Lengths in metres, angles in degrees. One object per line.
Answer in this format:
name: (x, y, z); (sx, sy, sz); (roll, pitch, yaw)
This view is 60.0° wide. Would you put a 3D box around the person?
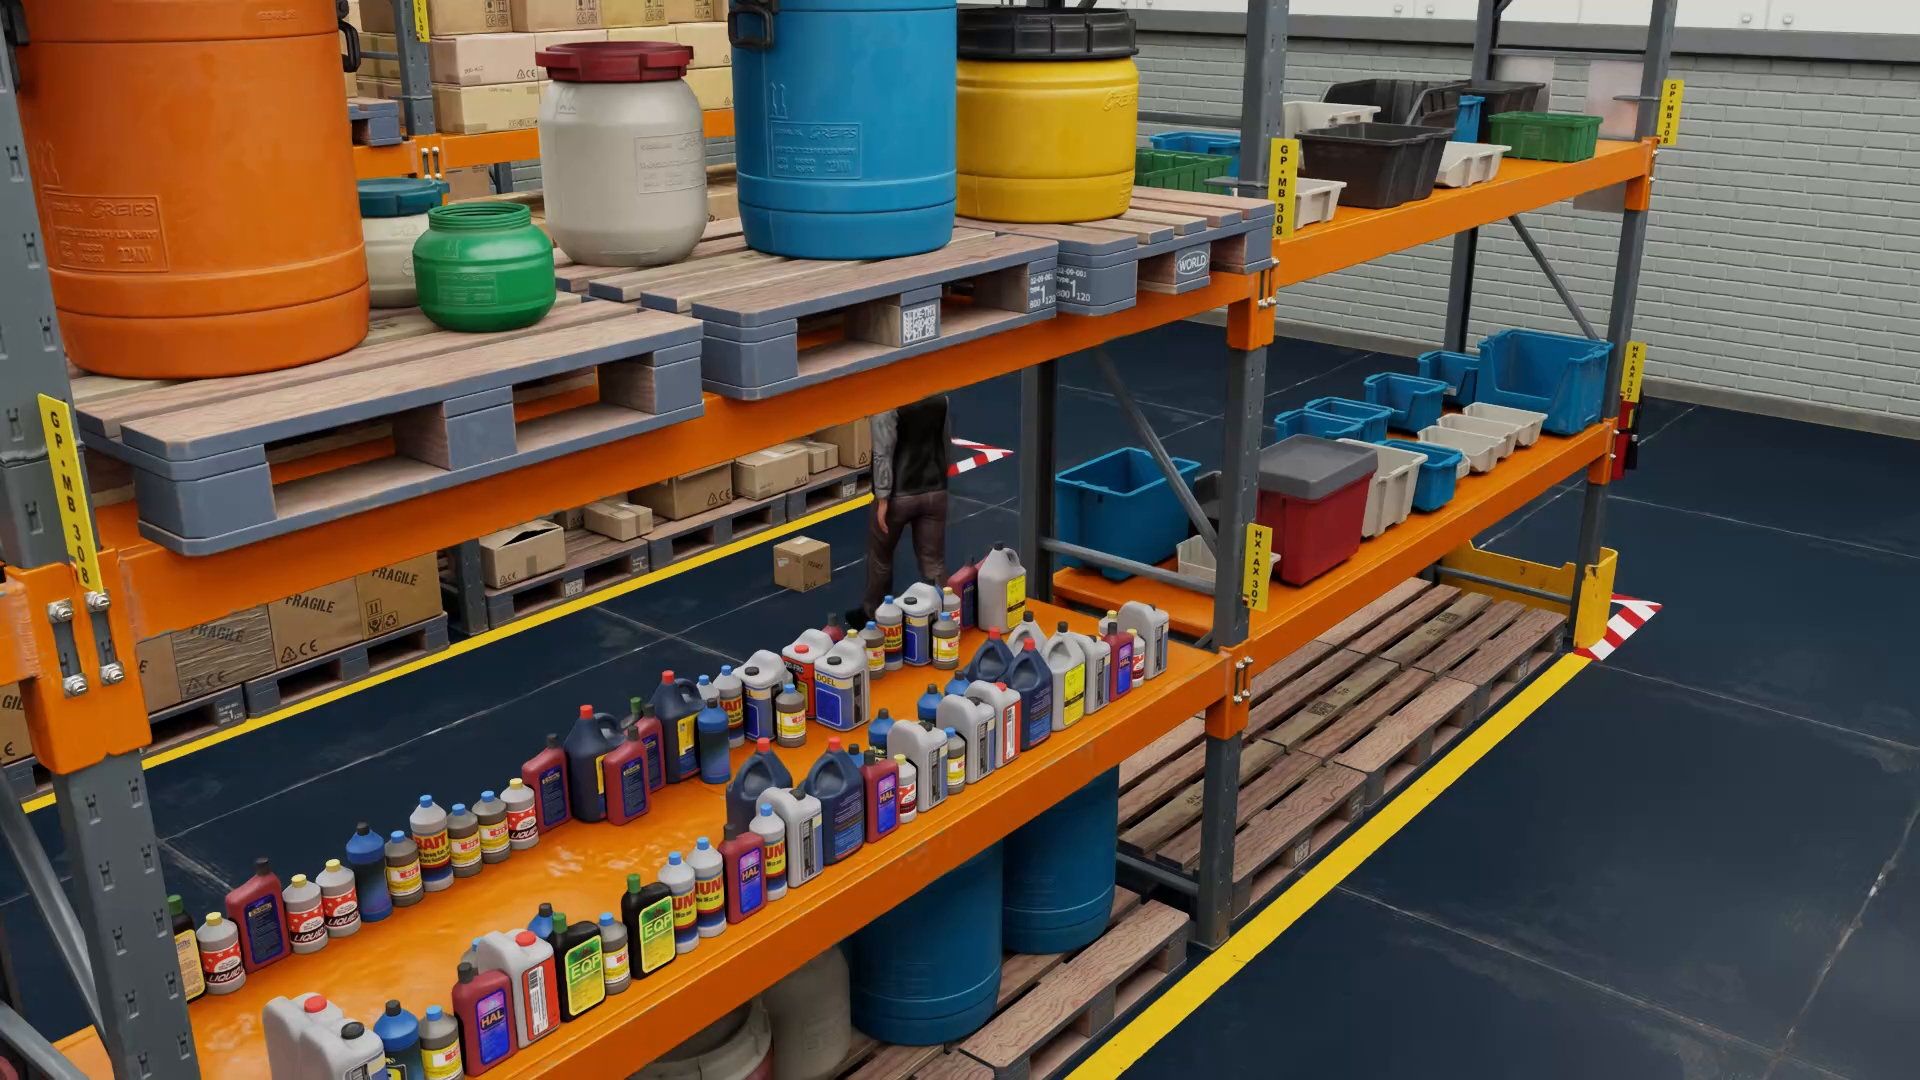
person: (-0.285, -0.259, 9.310); (0.559, 1.702, 0.827); (-11, 23, -27)
